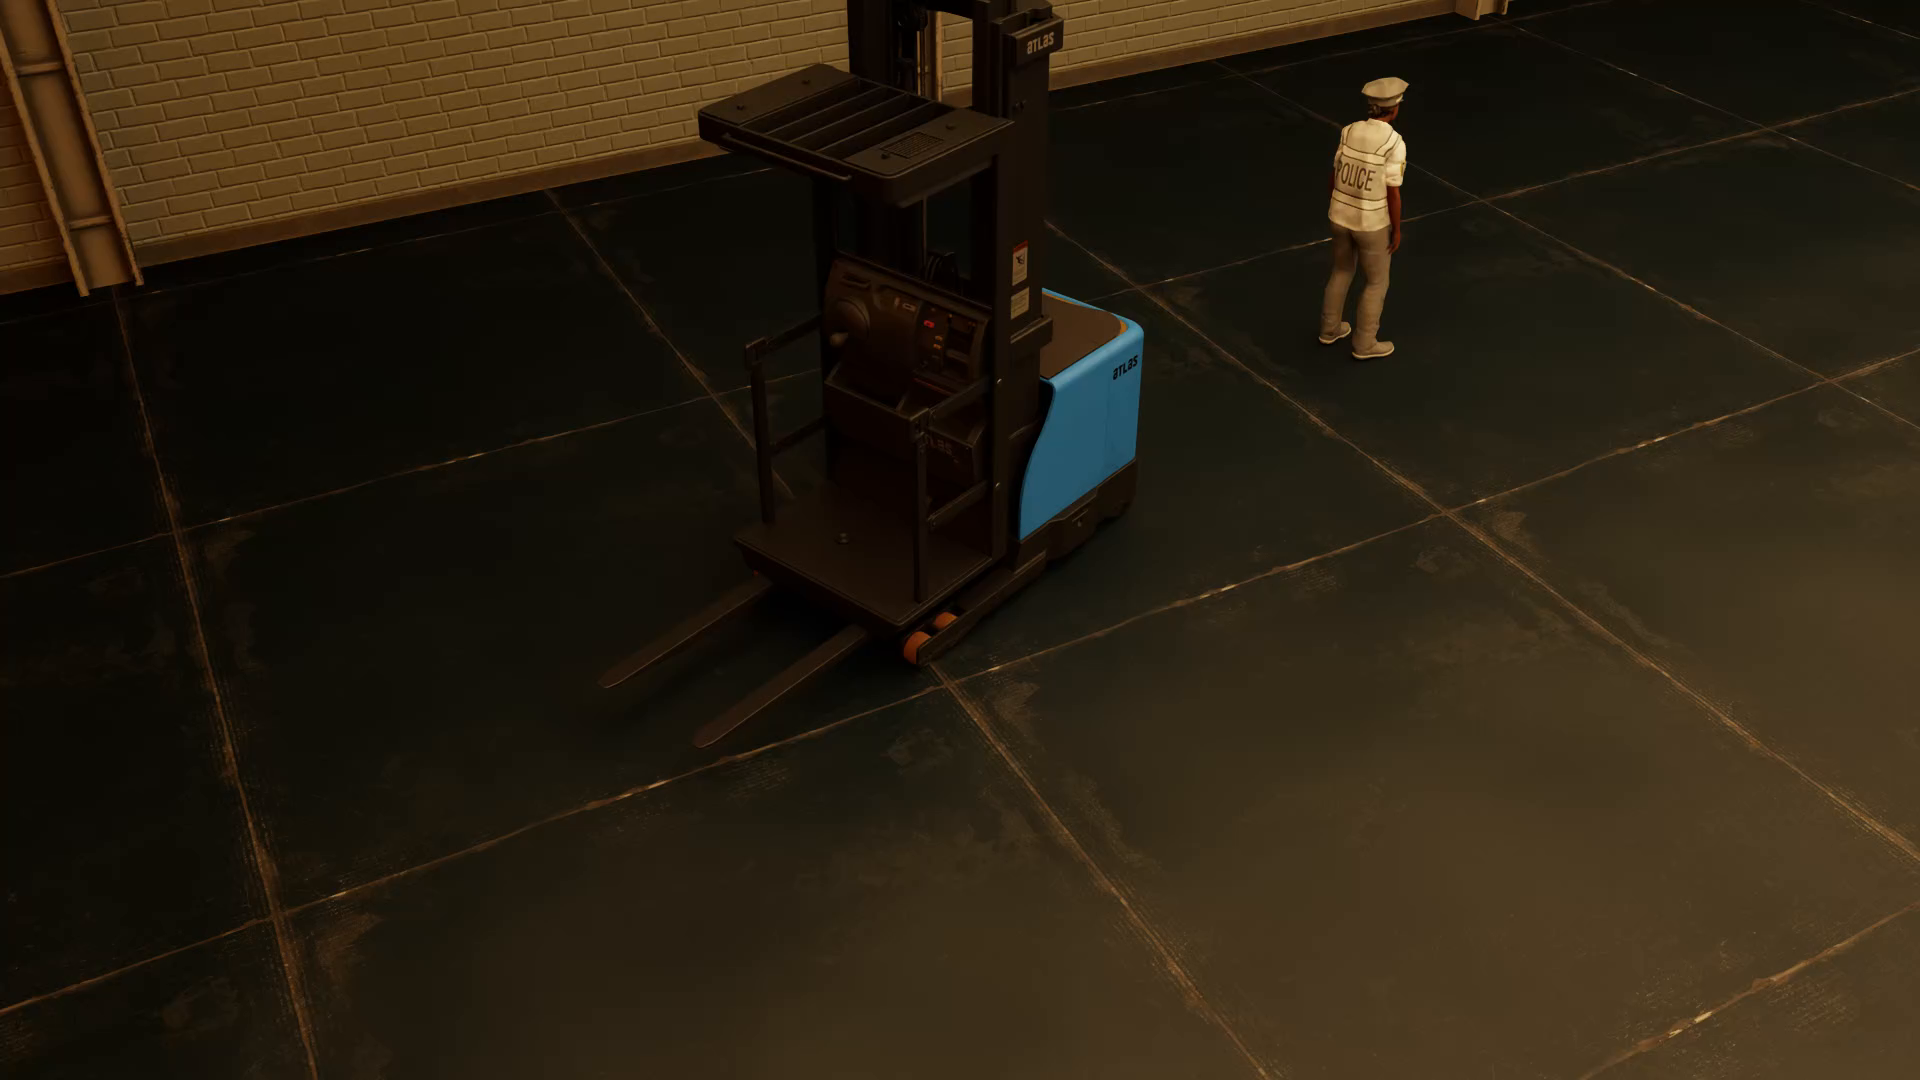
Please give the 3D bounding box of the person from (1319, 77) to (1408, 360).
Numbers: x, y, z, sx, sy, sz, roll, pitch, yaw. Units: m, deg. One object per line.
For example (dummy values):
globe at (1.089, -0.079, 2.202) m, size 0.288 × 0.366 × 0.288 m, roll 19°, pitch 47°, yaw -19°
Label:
person at (2.416, -1.893, 9.907) m, size 0.395 × 1.656 × 0.525 m, roll -28°, pitch 44°, yaw -34°

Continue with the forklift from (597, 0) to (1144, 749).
forklift at (-0.390, -0.927, 7.434) m, size 1.130 × 2.935 × 3.031 m, roll 26°, pitch 43°, yaw 31°
